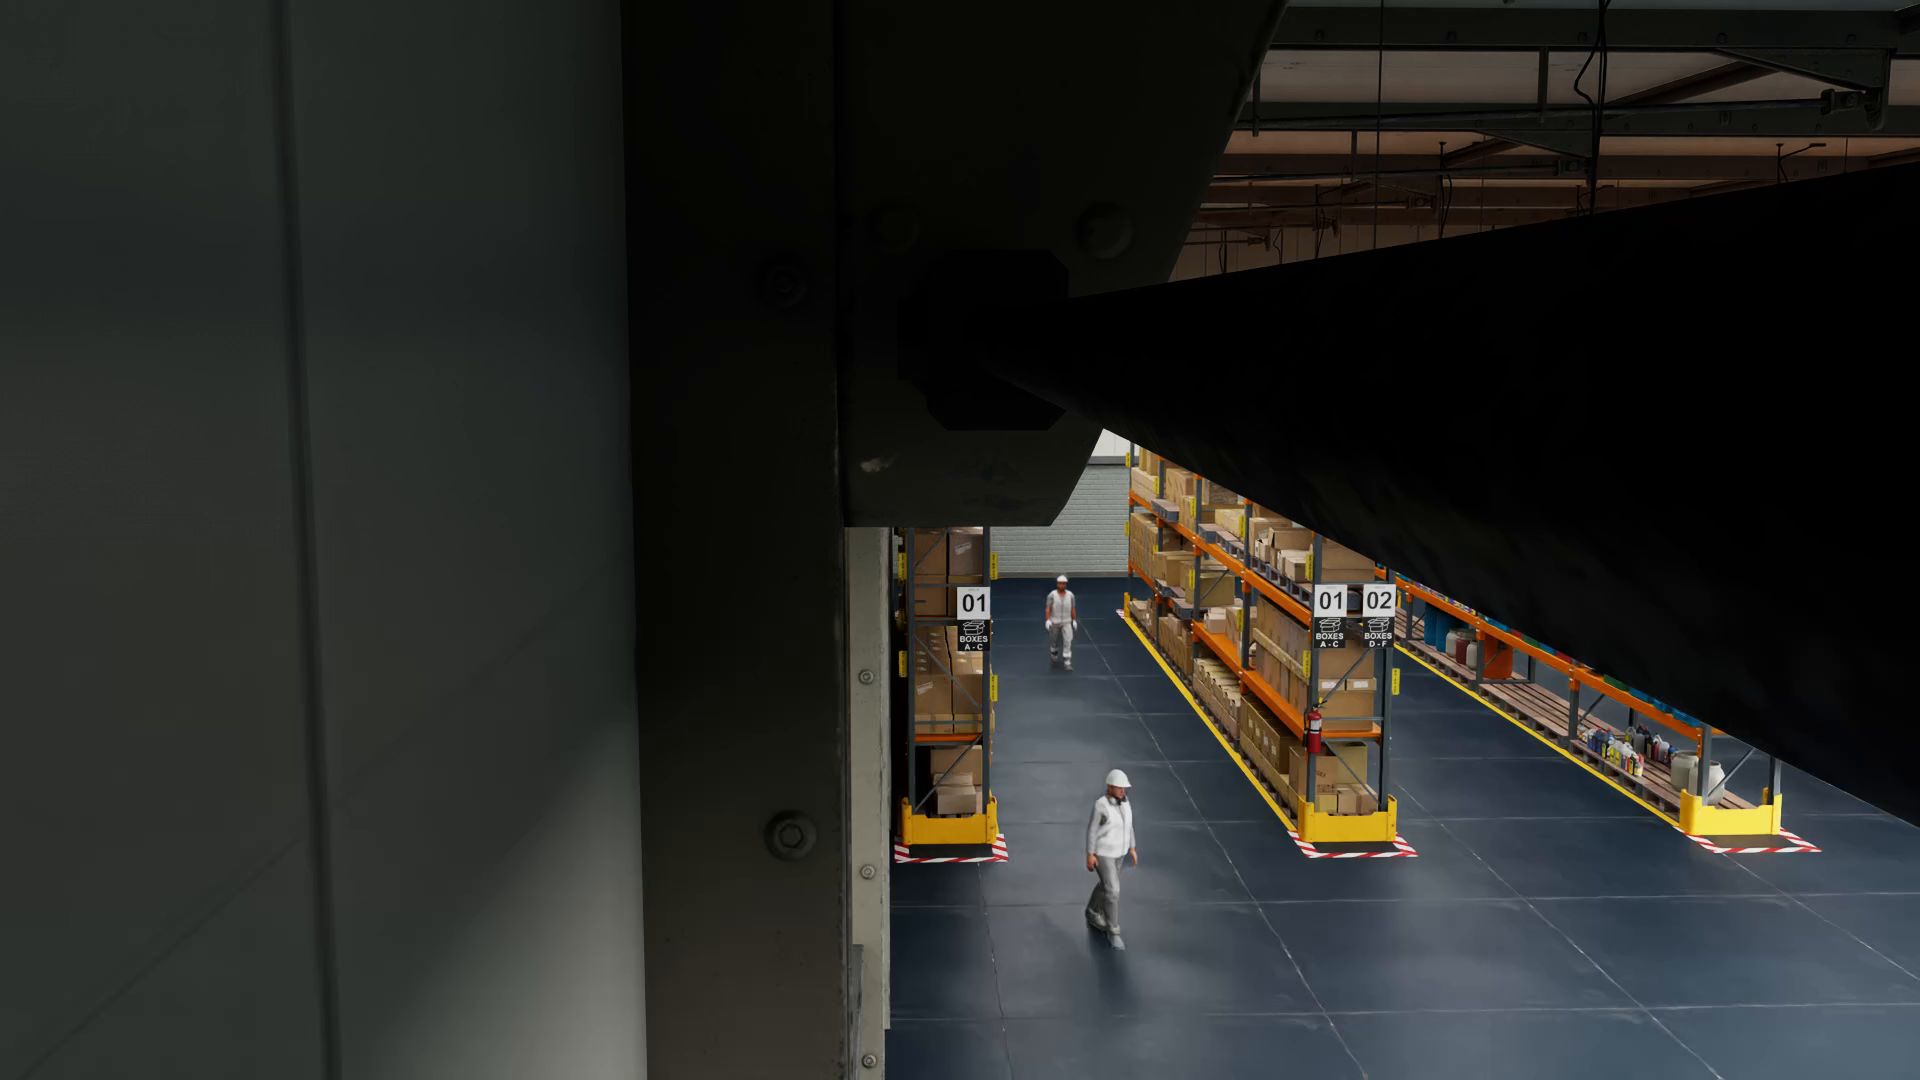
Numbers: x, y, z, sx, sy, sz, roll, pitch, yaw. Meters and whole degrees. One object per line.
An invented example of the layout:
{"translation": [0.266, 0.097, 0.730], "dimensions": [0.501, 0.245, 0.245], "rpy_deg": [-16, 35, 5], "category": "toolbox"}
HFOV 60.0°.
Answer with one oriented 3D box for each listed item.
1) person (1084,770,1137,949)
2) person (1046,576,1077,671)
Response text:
{"translation": [1.563, 3.279, 17.292], "dimensions": [0.713, 1.819, 0.559], "rpy_deg": [6, 10, 41], "category": "person"}
{"translation": [1.881, 1.526, 30.748], "dimensions": [0.634, 1.730, 1.098], "rpy_deg": [-1, 7, -5], "category": "person"}
